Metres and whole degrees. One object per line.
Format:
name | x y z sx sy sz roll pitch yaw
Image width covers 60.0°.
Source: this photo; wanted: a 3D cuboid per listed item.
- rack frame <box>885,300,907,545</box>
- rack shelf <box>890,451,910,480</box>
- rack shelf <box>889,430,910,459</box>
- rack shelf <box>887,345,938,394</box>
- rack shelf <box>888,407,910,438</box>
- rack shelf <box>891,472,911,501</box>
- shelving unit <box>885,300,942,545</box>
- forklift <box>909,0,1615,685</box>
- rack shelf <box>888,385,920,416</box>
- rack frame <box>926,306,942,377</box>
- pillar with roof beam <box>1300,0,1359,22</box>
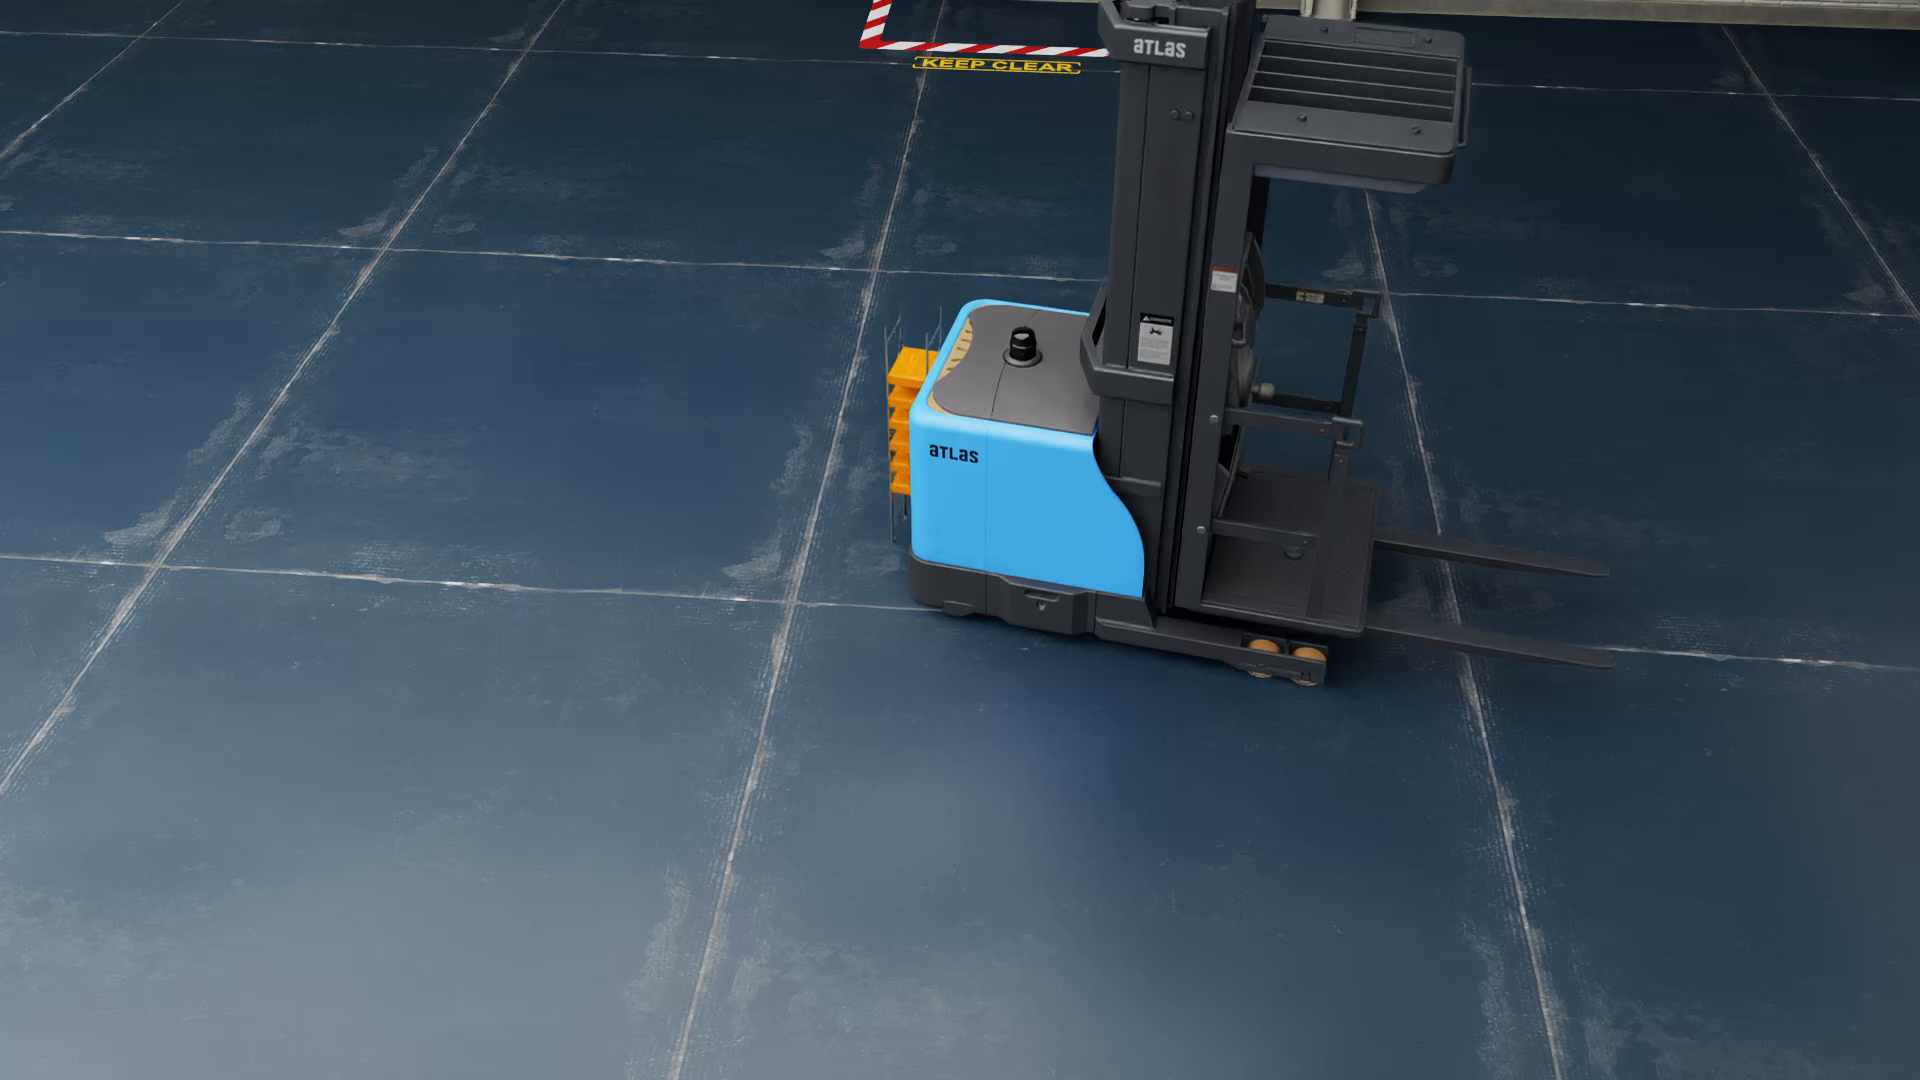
rack frame | -0.290 -0.517 7.605 0.006 1.200 0.240 10 40 12
rack shelf | -0.201 -0.375 7.691 0.180 0.103 0.258 10 40 12
rack shelf | -0.201 -0.468 7.615 0.180 0.103 0.258 10 40 12
rack shelf | -0.201 -0.747 7.388 0.180 0.103 0.258 10 40 12
rack shelf | -0.201 -0.561 7.539 0.180 0.103 0.258 10 40 12
rack shelf | -0.201 -0.281 7.766 0.180 0.103 0.258 10 40 12
shelving unit | -0.201 -0.502 7.587 0.189 1.200 0.258 10 40 12
forklift | 1.348 -0.885 6.686 3.031 2.935 1.130 10 40 12
rack shelf | -0.201 -0.654 7.463 0.180 0.103 0.258 10 40 12
rack frame | -0.113 -0.487 7.569 0.006 1.200 0.240 10 40 12
pillar with roof beam | 2.482 -4.853 6.754 0.400 9.000 9.100 3 39 4
